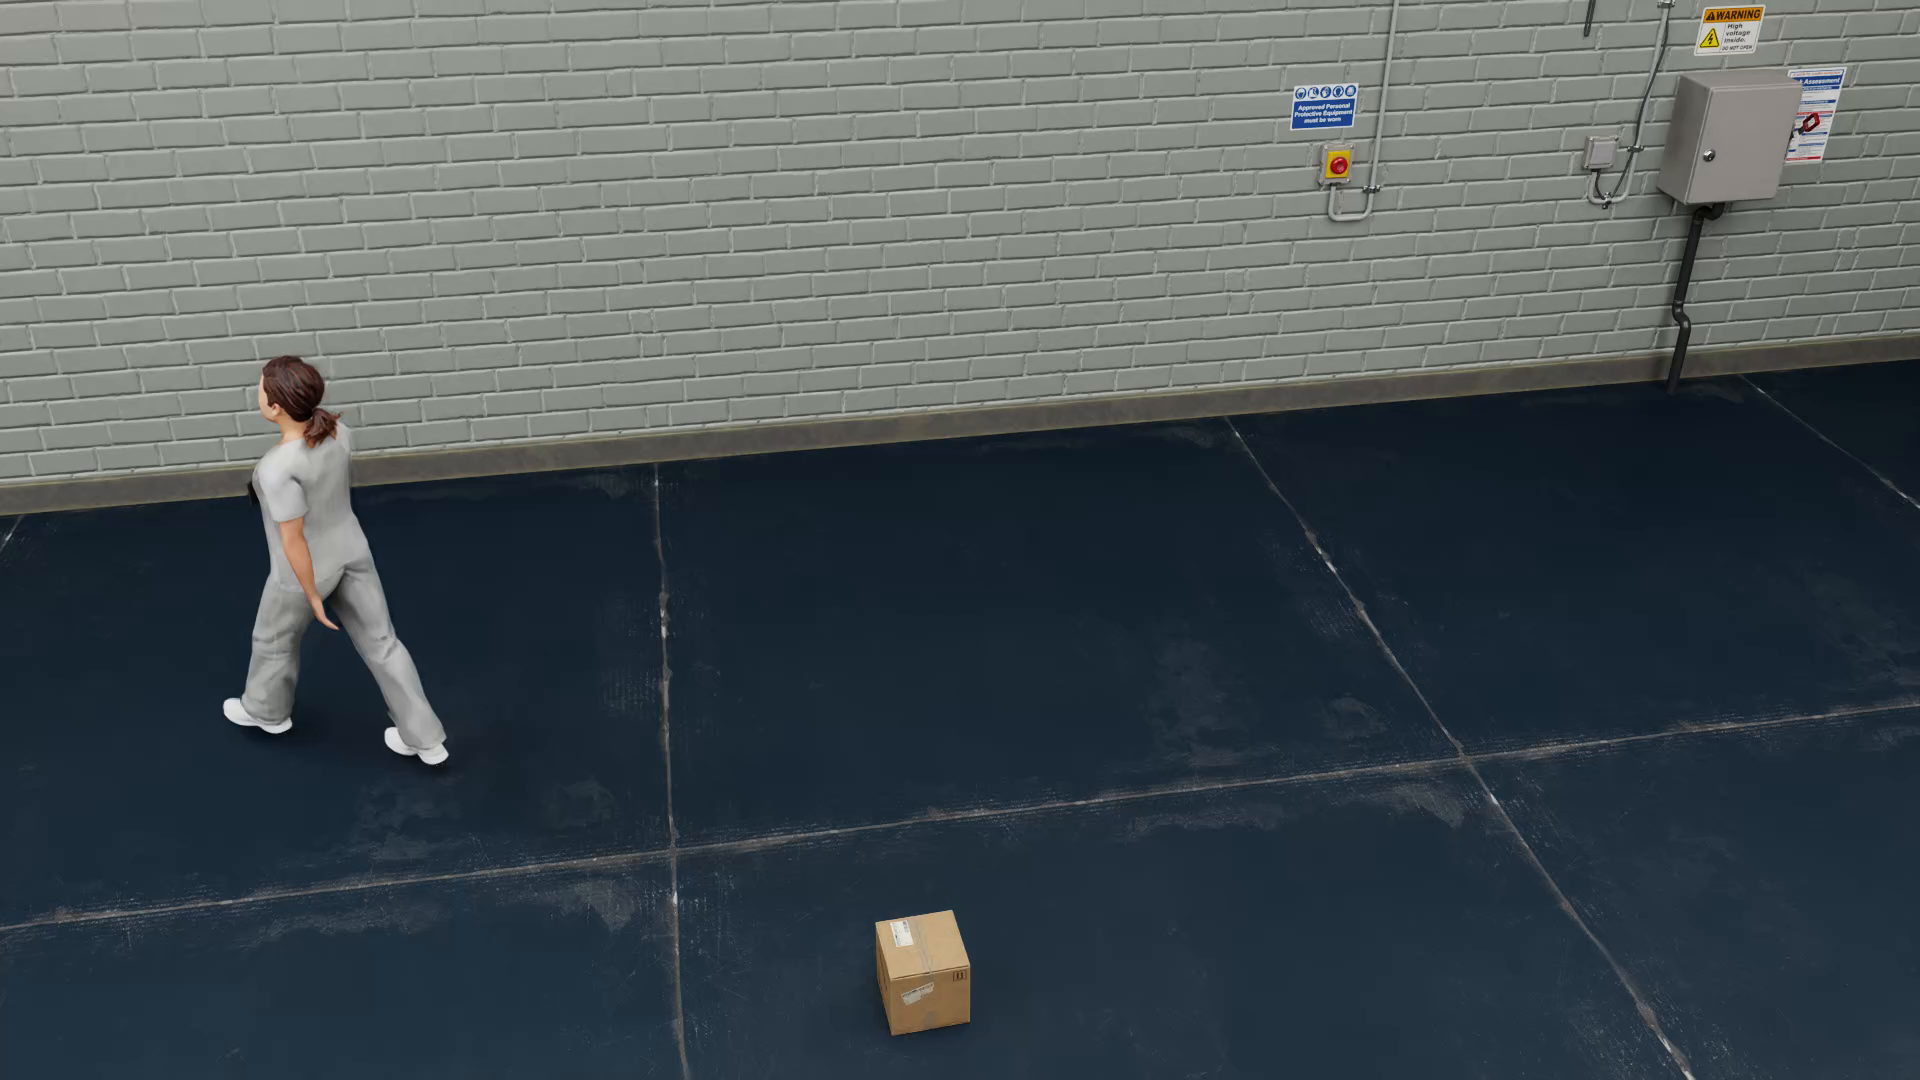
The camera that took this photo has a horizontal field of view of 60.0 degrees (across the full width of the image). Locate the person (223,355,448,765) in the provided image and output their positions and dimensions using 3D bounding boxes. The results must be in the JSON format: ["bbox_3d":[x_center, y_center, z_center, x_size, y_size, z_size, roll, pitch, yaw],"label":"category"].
[{"bbox_3d":[-2.382,0.054,6.025,0.983,1.612,0.444,15,34,24],"label":"person"}]
